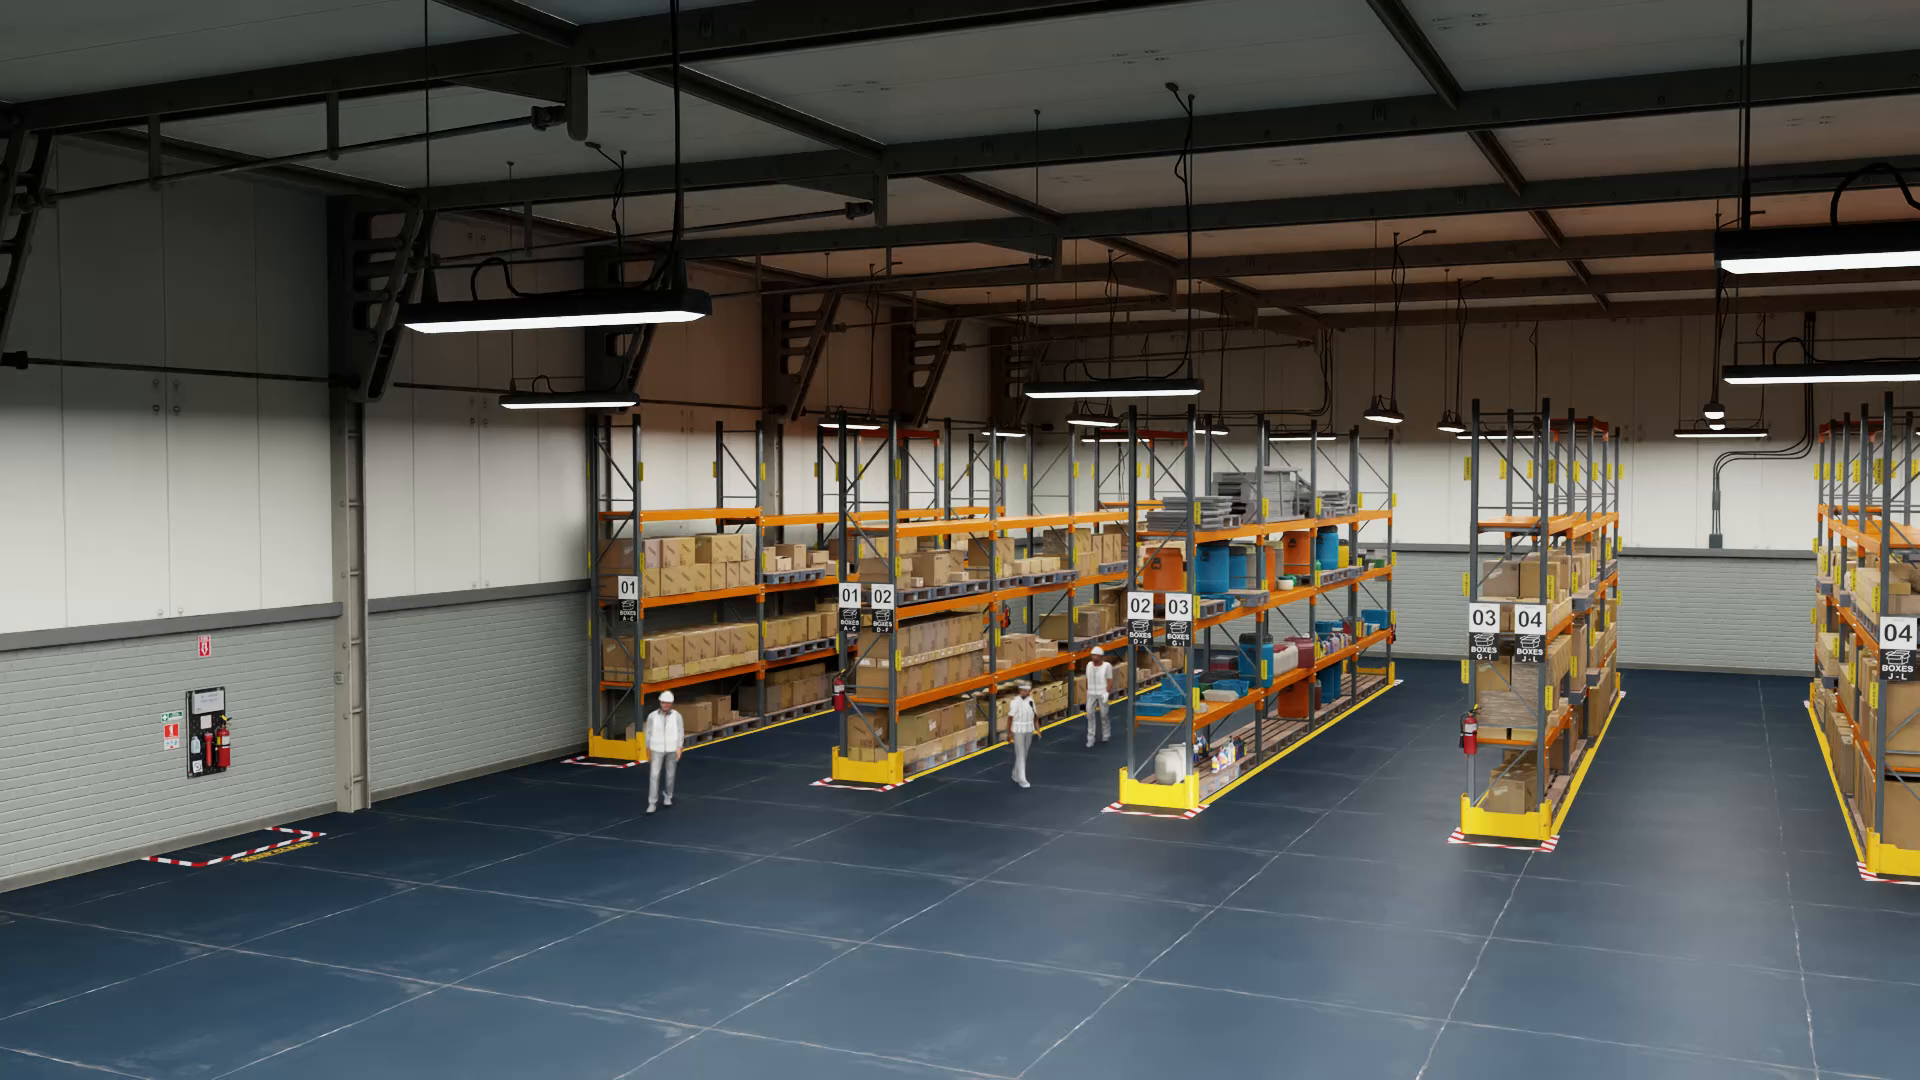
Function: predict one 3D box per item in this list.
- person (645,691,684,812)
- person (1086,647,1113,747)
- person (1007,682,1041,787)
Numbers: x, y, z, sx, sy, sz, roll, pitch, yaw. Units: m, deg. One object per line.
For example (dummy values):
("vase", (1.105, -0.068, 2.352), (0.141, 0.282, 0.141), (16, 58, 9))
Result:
("person", (-4.377, 3.103, 24.605), (0.584, 1.739, 0.851), (-1, 2, -13))
("person", (2.520, 2.876, 30.499), (0.571, 1.824, 0.755), (1, 3, 26))
("person", (1.025, 3.077, 26.491), (0.509, 1.643, 0.840), (-1, 3, -32))
